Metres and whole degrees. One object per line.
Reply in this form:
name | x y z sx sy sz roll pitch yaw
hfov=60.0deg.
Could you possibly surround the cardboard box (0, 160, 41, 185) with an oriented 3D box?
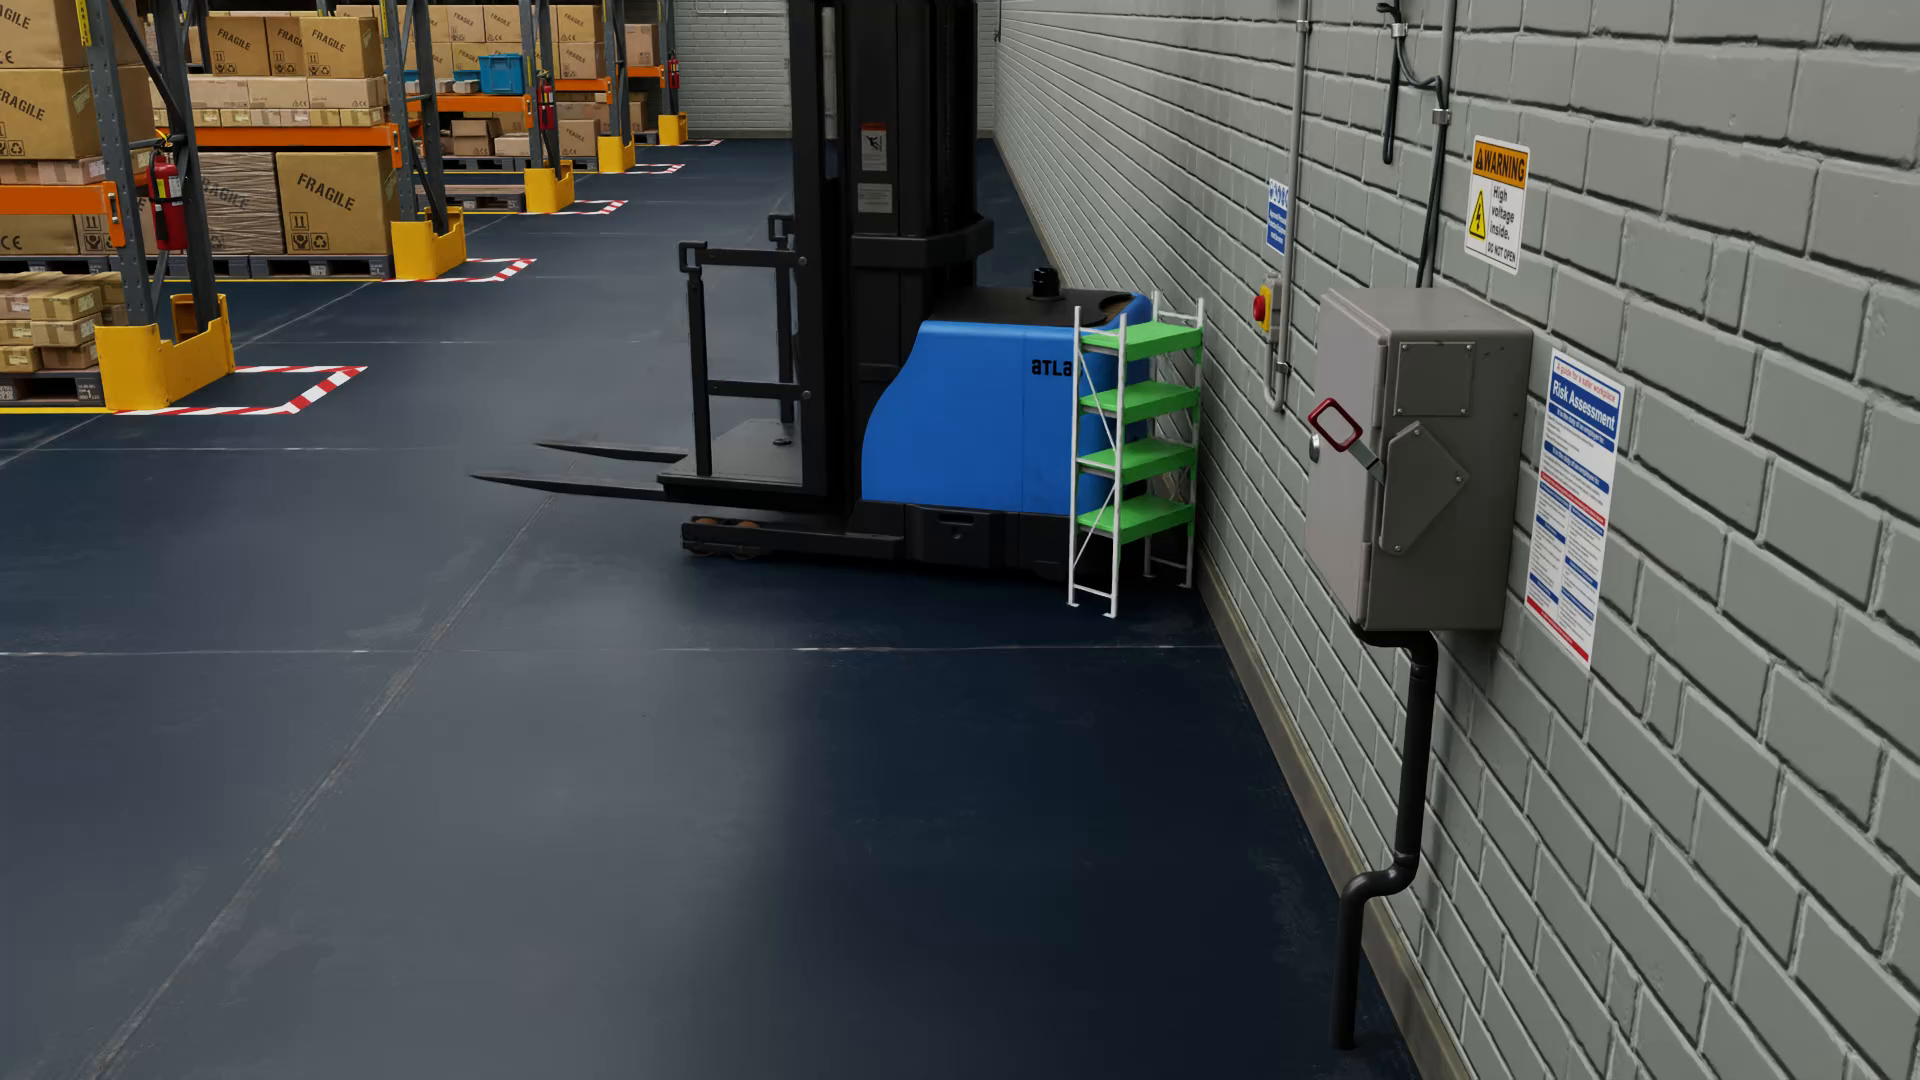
cardboard box | -5.421 -2.179 9.765 0.250 0.149 0.380 0 18 -1

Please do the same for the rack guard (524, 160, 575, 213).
rack guard | -4.882 -4.218 19.803 0.348 0.500 1.175 0 18 -1

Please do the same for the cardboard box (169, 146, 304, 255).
cardboard box | -6.376 -3.048 14.854 0.875 0.875 0.875 0 18 -1

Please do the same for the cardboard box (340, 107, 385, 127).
cardboard box | -5.179 -3.670 14.412 0.250 0.149 0.380 0 18 0

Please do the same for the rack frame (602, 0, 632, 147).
rack frame | -4.981 -6.917 24.125 0.127 3.000 1.000 0 18 -1

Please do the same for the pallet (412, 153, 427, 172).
pallet | -8.293 -5.573 24.500 1.213 0.211 1.003 0 18 -1

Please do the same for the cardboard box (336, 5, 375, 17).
cardboard box | -8.504 -7.338 23.636 0.500 0.500 0.500 0 18 1

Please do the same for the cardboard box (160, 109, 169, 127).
cardboard box | -6.707 -3.662 14.390 0.250 0.149 0.380 0 18 0

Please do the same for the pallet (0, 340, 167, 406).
pallet | -5.739 -1.055 10.415 1.213 0.211 1.003 0 18 -1

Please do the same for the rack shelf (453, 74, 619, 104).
rack shelf | -6.980 -6.565 24.204 4.000 0.370 1.077 0 18 -1

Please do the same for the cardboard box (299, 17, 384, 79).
cardboard box | -5.311 -4.236 14.298 0.500 0.500 0.500 0 18 0

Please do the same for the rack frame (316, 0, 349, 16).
rack frame | -8.980 -6.898 24.064 0.127 3.000 1.000 0 18 -1

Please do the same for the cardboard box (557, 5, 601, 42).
cardboard box | -5.421 -7.355 23.688 0.500 0.500 0.500 0 18 -1

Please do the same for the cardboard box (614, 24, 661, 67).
cardboard box | -5.572 -8.567 28.778 0.700 0.700 0.980 1 18 2

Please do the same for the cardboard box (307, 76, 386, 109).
cardboard box | -5.308 -3.878 14.410 0.500 0.250 0.500 -1 18 -2

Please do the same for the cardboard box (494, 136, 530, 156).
cardboard box | -6.471 -5.744 24.249 0.500 0.250 0.500 0 18 -1

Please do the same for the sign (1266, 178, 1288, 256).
sign | 1.027 -1.043 5.370 0.001 0.218 0.327 0 18 -1

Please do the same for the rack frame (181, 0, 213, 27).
rack frame | -13.061 -8.392 28.721 0.127 3.000 1.000 0 18 -1

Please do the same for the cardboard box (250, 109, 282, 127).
cardboard box | -5.940 -3.666 14.401 0.250 0.149 0.380 0 18 0

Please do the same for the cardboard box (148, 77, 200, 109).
cardboard box | -6.845 -3.870 14.384 0.500 0.250 0.500 0 18 -1

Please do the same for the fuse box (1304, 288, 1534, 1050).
fuse box | 0.853 0.357 3.559 0.414 1.711 0.539 0 18 -1

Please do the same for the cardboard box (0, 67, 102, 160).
cardboard box | -5.296 -2.485 9.657 0.500 0.500 0.500 0 18 0

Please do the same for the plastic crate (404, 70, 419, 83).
plastic crate | -6.475 -5.446 19.715 0.300 0.233 0.416 0 18 -1

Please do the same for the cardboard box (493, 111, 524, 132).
cardboard box | -7.810 -7.394 29.016 0.500 0.500 0.700 0 18 -1

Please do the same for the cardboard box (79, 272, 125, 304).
cardboard box | -5.380 -1.603 10.565 0.250 0.149 0.380 -1 18 -3

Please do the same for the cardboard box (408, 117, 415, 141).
cardboard box | -8.415 -6.007 24.658 0.500 0.500 0.500 0 18 -1

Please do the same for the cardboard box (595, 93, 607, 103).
cardboard box | -6.142 -7.657 28.774 0.250 0.149 0.380 0 18 1

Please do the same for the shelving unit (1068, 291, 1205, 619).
shelving unit | 0.696 -0.343 6.578 0.258 1.200 0.503 17 24 41

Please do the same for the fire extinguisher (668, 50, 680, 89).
fire extinguisher | -4.904 -8.075 28.473 0.183 0.674 0.296 0 18 -1

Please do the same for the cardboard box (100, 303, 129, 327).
cardboard box | -5.379 -1.436 10.531 0.250 0.149 0.380 0 18 1

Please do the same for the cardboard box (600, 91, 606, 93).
cardboard box | -6.145 -7.774 29.138 0.250 0.149 0.380 0 18 -1

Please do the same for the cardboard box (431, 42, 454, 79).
cardboard box | -7.454 -6.870 23.814 0.500 0.500 0.500 0 18 -1

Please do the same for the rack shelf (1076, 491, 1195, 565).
rack shelf | 0.696 -0.054 6.671 0.258 0.148 0.480 17 24 41

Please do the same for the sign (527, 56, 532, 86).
sign | -4.881 -5.314 18.860 0.005 0.325 0.100 0 18 -1

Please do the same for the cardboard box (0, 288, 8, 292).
cardboard box | -5.885 -1.398 9.926 0.250 0.149 0.380 -1 18 -2

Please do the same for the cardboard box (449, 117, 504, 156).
cardboard box | -7.102 -5.929 24.412 0.637 0.503 0.797 0 18 -1

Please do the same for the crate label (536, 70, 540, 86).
crate label | -5.158 -5.453 19.735 0.303 0.233 0.416 0 18 -1

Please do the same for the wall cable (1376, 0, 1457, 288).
wall cable | 1.000 -0.950 3.859 0.122 1.984 0.588 0 18 -1

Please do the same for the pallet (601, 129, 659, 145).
pallet | -5.861 -7.075 29.180 1.213 0.211 1.003 0 18 -1

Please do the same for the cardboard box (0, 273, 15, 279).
cardboard box | -6.154 -1.577 10.482 0.250 0.149 0.380 -1 18 -4

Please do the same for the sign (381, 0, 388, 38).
sign | -4.833 -4.390 13.963 0.005 0.325 0.100 0 18 -1

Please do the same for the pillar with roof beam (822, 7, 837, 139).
pillar with roof beam | -2.309 -10.249 24.690 0.400 9.000 9.100 0 18 -1

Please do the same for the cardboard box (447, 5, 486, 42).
cardboard box | -6.958 -7.346 23.660 0.500 0.500 0.500 0 18 1

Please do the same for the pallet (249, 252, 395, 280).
pallet | -5.626 -2.536 15.032 1.213 0.211 1.003 0 18 -1

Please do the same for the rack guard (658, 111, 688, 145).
rack guard | -5.038 -7.240 29.223 0.348 0.500 1.175 0 18 -1

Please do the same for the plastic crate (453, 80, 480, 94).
plastic crate | -5.719 -5.248 19.255 0.243 0.136 0.396 0 18 -1

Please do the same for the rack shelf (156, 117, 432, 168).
rack shelf | -6.828 -3.539 14.773 4.000 0.370 1.077 0 18 -1

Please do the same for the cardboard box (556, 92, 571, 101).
cardboard box | -6.907 -7.770 29.125 0.250 0.149 0.380 0 18 0

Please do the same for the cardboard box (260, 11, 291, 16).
cardboard box | -11.566 -8.877 28.324 0.500 0.250 0.500 0 18 0

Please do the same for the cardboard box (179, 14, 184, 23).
cardboard box | -13.406 -8.947 28.505 0.250 0.149 0.380 -3 18 -8

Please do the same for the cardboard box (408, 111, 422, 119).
cardboard box | -9.710 -7.544 28.911 0.750 0.750 0.750 0 18 0

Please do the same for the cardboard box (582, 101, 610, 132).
cardboard box | -6.261 -7.403 29.045 0.500 0.500 0.700 0 18 -1

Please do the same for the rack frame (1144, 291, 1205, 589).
rack frame | 0.866 -0.397 6.745 0.240 1.200 0.015 17 24 41

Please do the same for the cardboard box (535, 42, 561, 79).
cardboard box | -5.943 -6.876 23.832 0.500 0.500 0.500 0 18 0

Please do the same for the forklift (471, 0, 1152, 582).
forklift | -0.713 -1.456 7.212 3.031 2.935 1.130 5 18 15
